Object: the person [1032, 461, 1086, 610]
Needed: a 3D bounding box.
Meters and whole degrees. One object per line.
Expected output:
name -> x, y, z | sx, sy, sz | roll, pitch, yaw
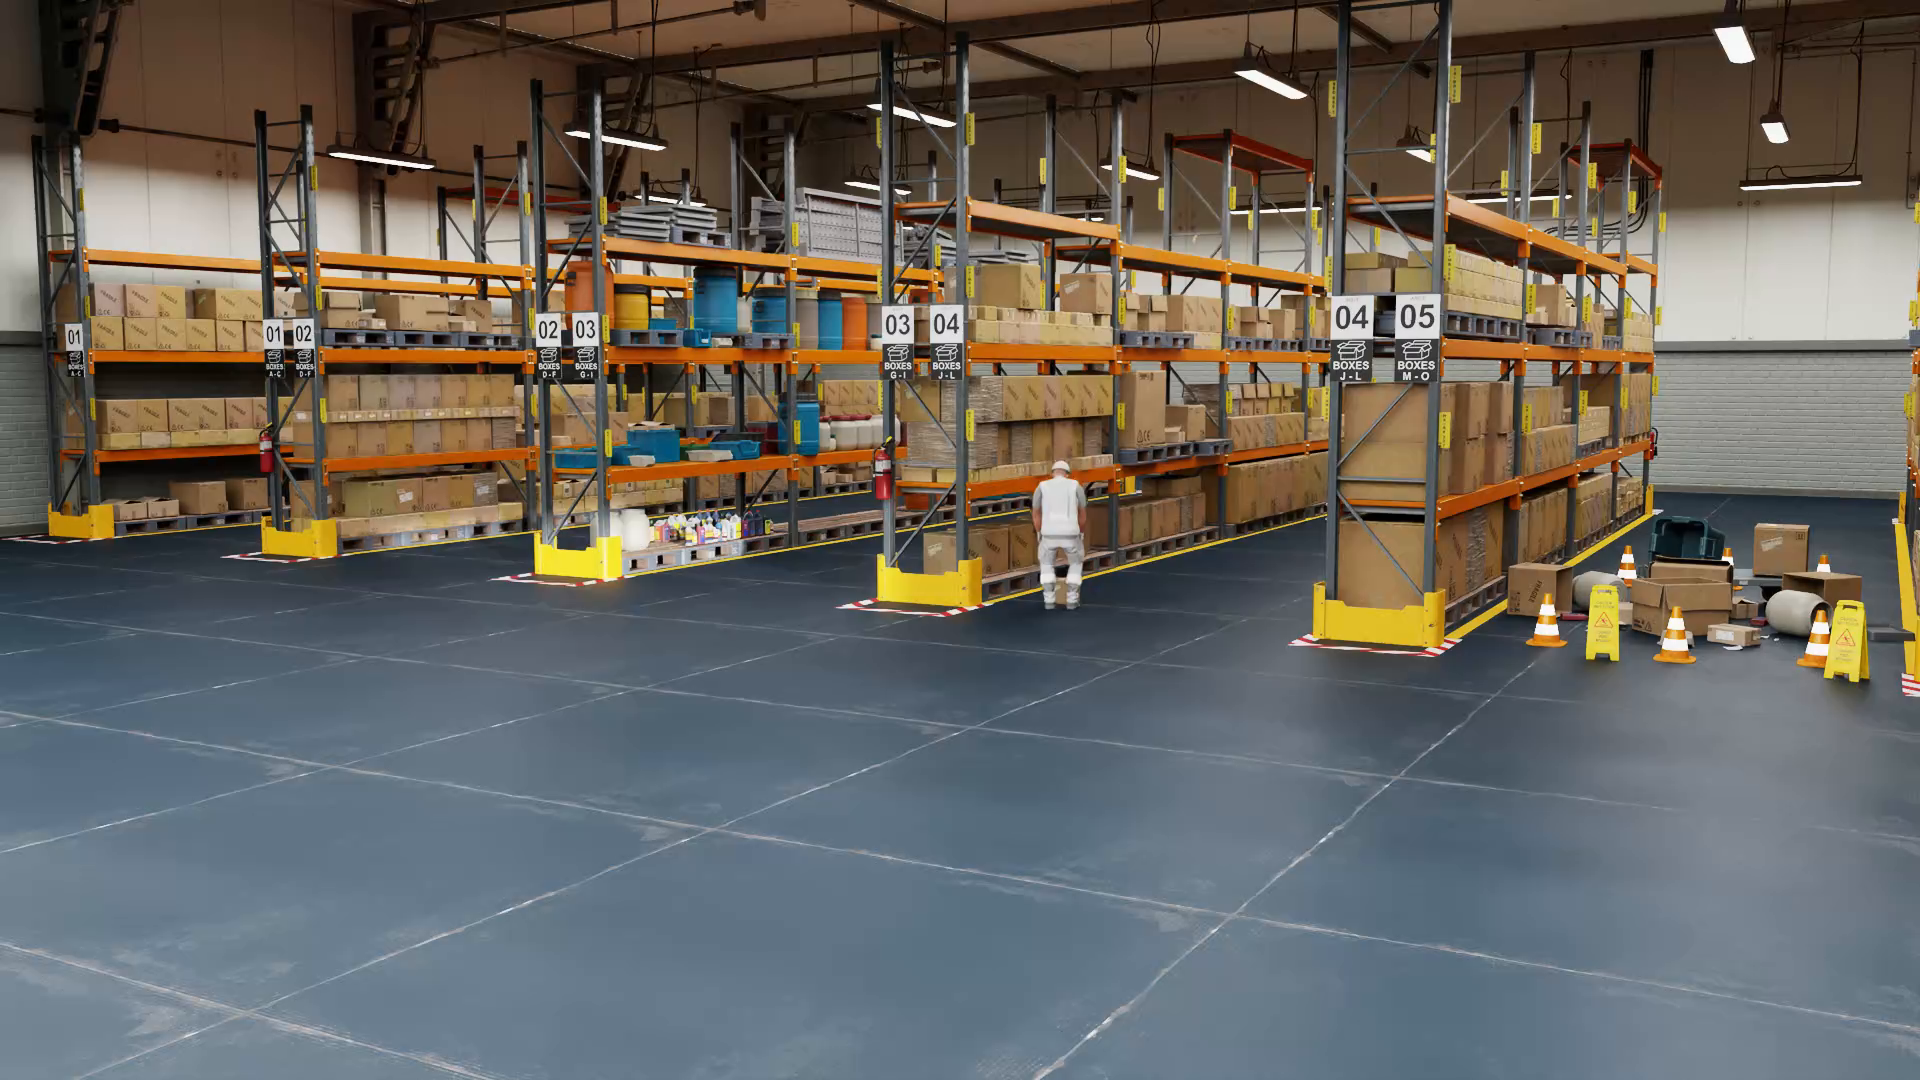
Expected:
person -> 1.046, -0.054, 17.641 | 0.575, 1.554, 0.669 | 1, 6, 10
